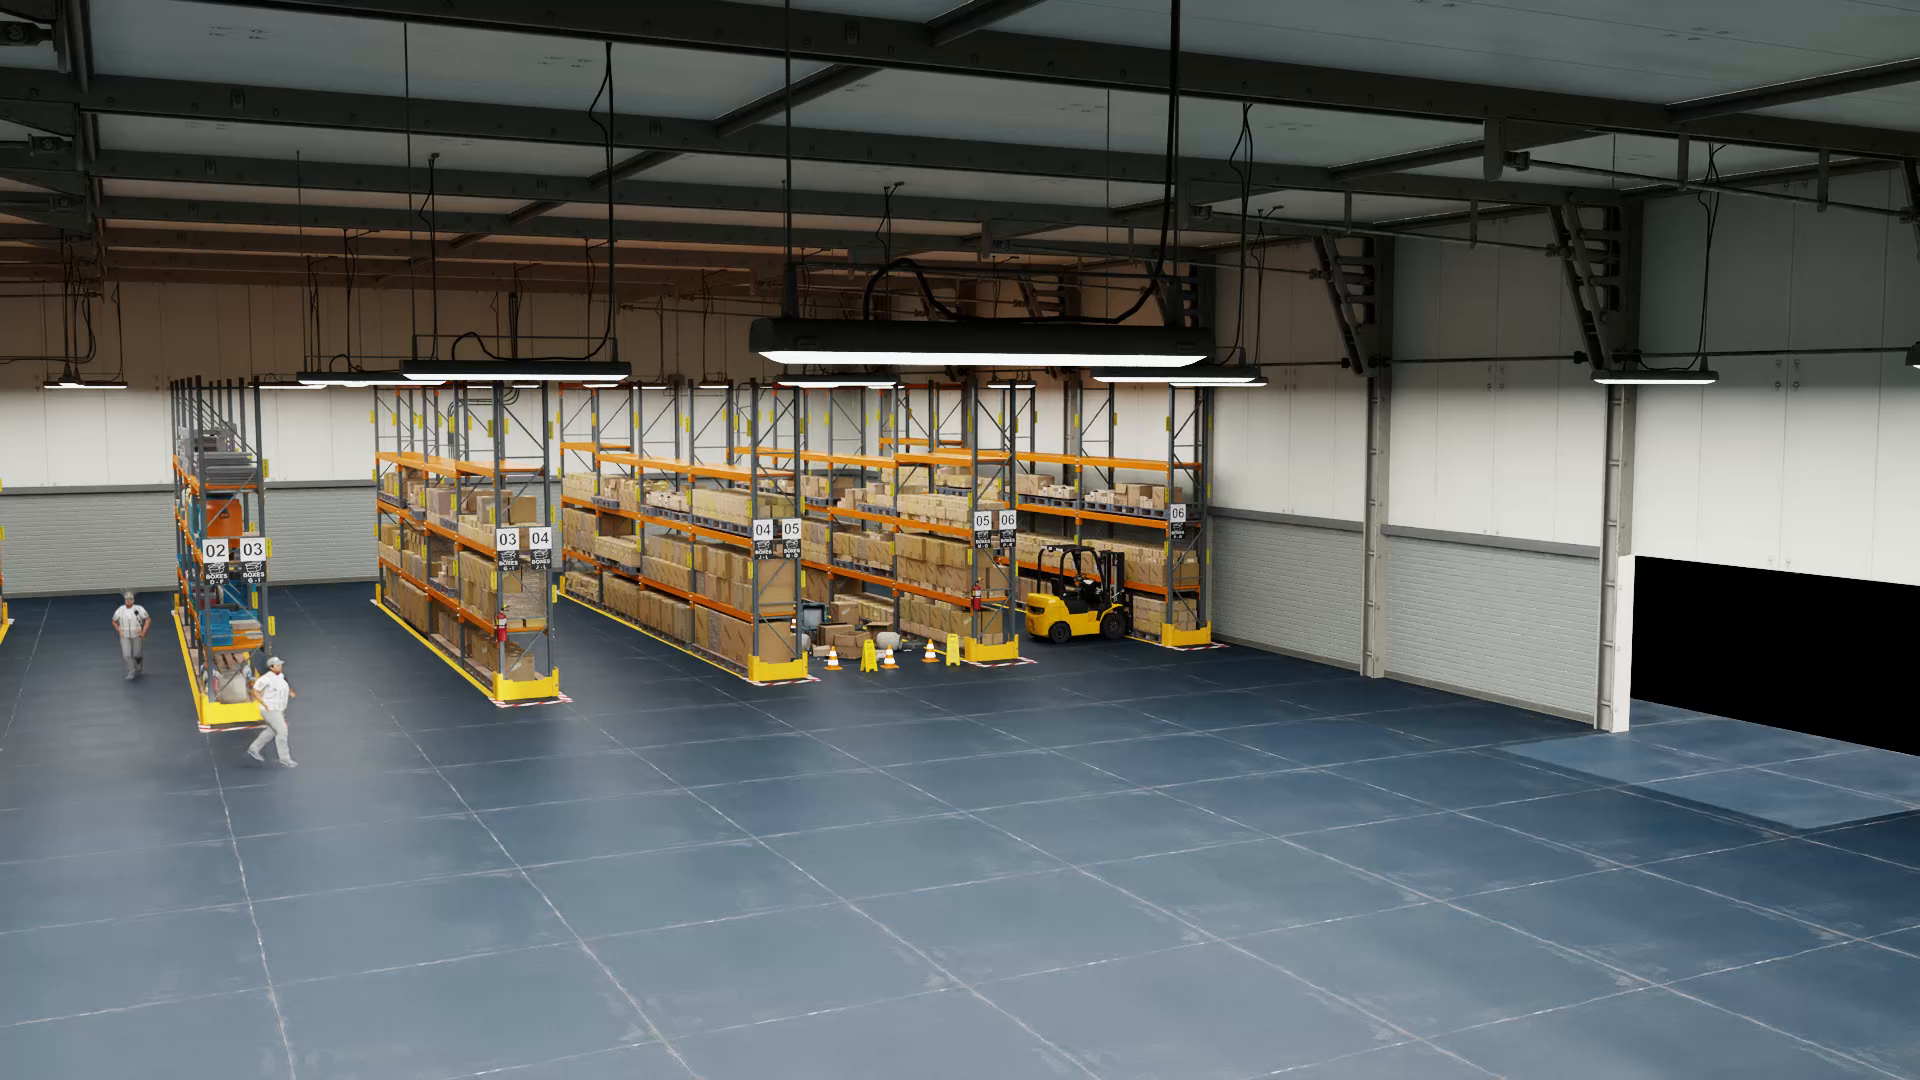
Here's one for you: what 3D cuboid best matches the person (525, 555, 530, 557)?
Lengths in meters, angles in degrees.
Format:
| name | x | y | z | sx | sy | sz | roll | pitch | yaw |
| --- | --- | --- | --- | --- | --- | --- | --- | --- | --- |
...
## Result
| name | x | y | z | sx | sy | sz | roll | pitch | yaw |
| --- | --- | --- | --- | --- | --- | --- | --- | --- | --- |
| person | -12.195 | 0.840 | 46.217 | 0.735 | 1.624 | 0.704 | -1 | 5 | -11 |

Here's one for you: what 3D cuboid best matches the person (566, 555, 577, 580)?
| name | x | y | z | sx | sy | sz | roll | pitch | yaw |
| --- | --- | --- | --- | --- | --- | --- | --- | --- | --- |
| person | -11.371 | 0.610 | 48.730 | 0.525 | 1.596 | 0.693 | -1 | 5 | -8 |

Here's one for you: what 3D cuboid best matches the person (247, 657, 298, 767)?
| name | x | y | z | sx | sy | sz | roll | pitch | yaw |
| --- | --- | --- | --- | --- | --- | --- | --- | --- | --- |
| person | -10.556 | 2.625 | 25.479 | 0.835 | 1.692 | 0.602 | 0 | 5 | 2 |

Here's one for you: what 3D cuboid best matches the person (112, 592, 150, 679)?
| name | x | y | z | sx | sy | sz | roll | pitch | yaw |
| --- | --- | --- | --- | --- | --- | --- | --- | --- | --- |
| person | -16.597 | 1.889 | 33.312 | 0.689 | 1.733 | 0.626 | -2 | 6 | -23 |
